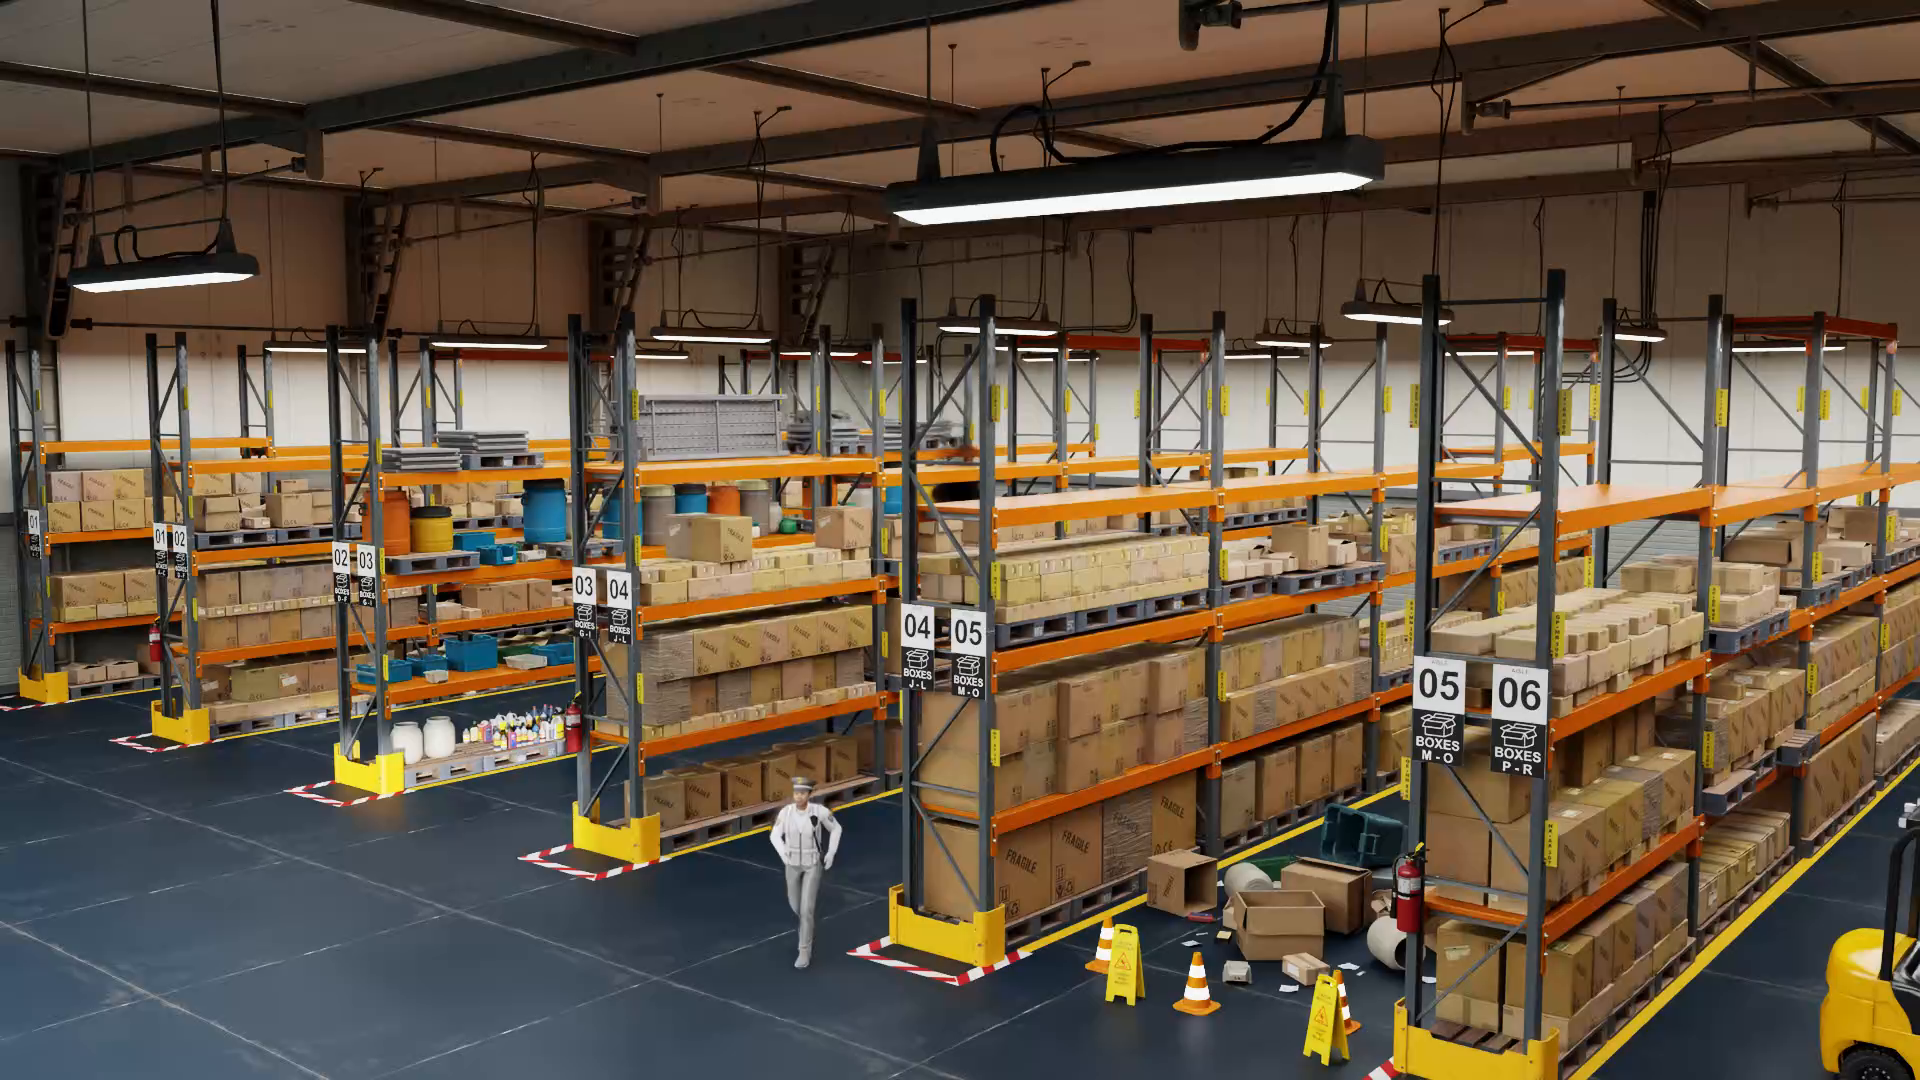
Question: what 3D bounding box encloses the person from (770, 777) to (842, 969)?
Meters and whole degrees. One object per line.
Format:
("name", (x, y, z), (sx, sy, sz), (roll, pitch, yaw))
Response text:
("person", (-1.404, 2.964, 15.201), (0.656, 1.699, 0.802), (0, 5, 1))
